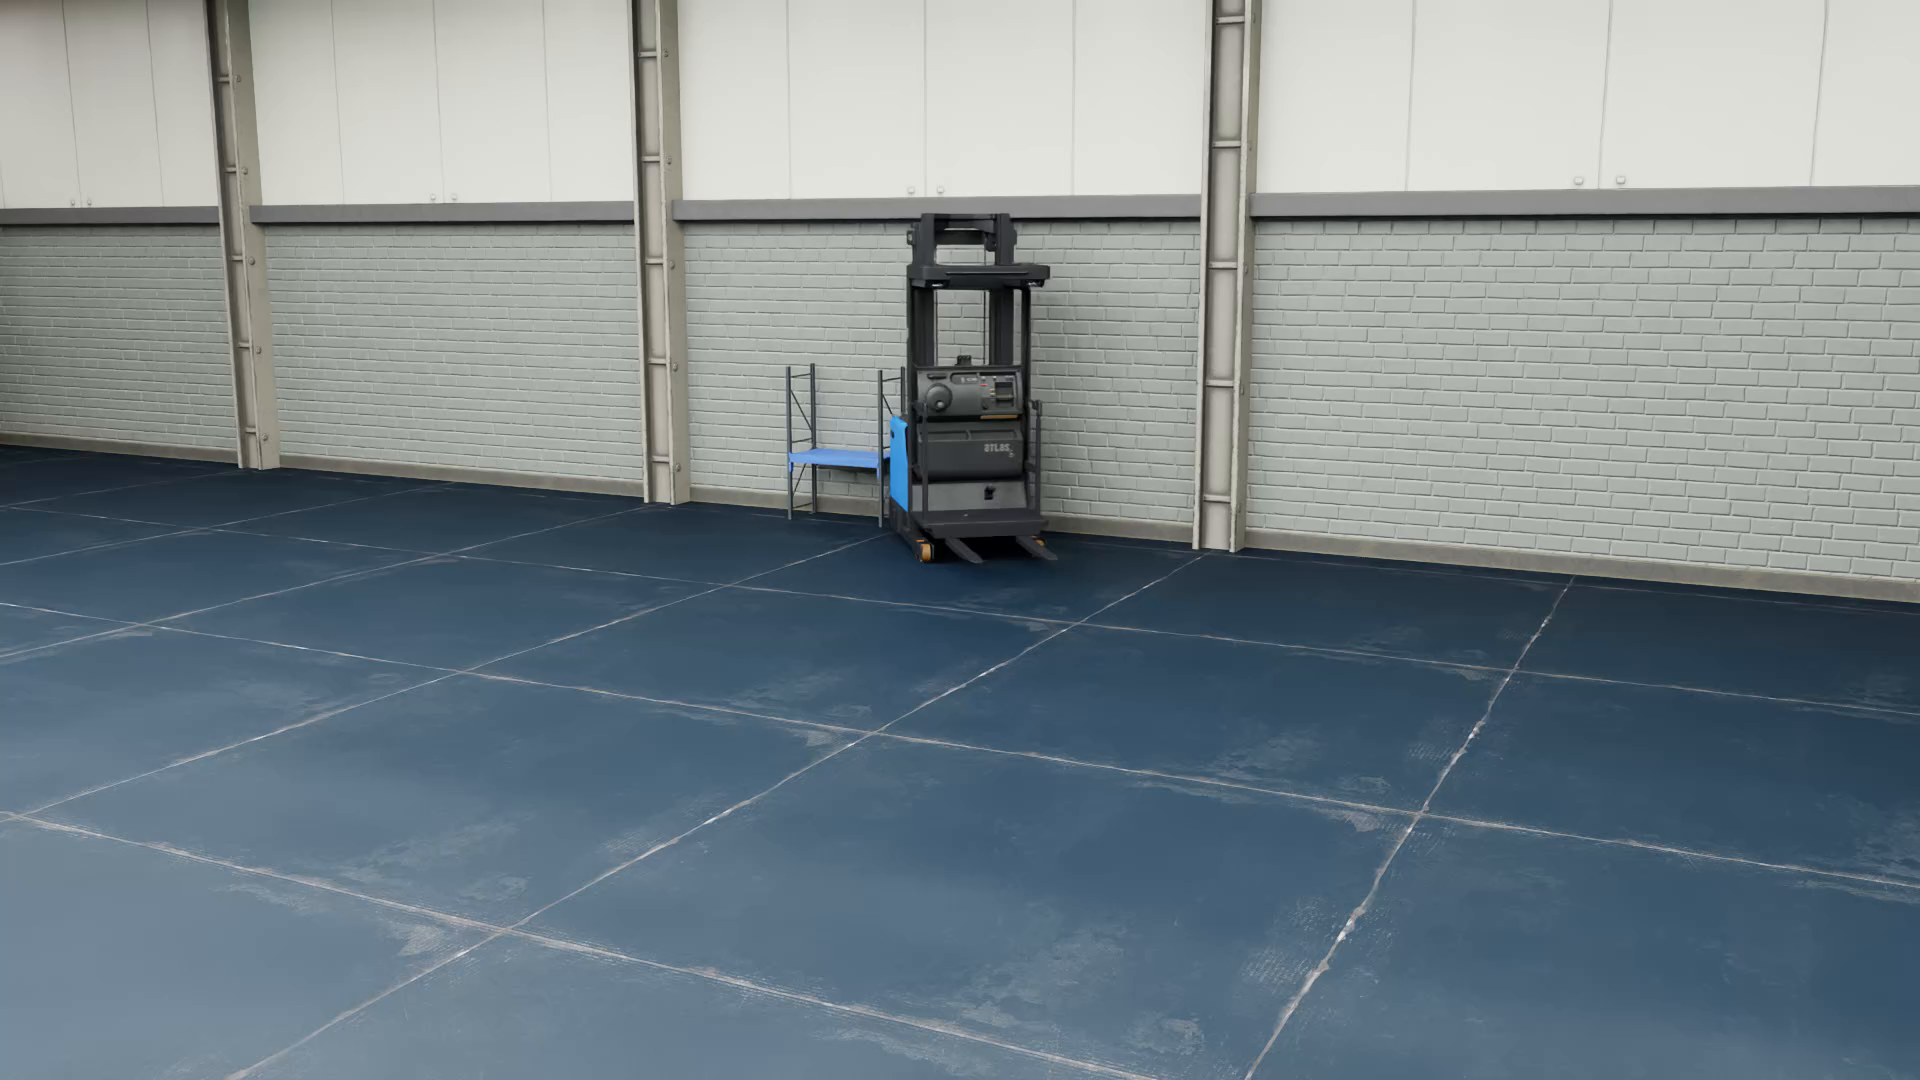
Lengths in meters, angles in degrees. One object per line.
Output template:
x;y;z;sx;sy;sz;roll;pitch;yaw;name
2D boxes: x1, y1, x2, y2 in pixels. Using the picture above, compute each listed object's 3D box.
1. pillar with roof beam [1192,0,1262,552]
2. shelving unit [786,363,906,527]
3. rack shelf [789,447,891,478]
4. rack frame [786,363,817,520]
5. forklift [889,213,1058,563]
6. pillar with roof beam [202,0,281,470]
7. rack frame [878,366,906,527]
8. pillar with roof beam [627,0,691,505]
0.407;-3.673;10.257;0.400;9.000;9.100;5;11;26;pillar with roof beam
-1.108;-0.939;16.206;1.048;1.500;0.538;5;11;26;shelving unit
-1.108;-0.762;16.238;1.000;0.185;0.538;5;11;26;rack shelf
-1.564;-0.979;16.427;0.032;1.500;0.500;5;11;26;rack frame
0.132;-1.322;14.304;1.130;2.935;3.031;-2;10;-12;forklift
-10.354;-4.619;15.482;0.400;9.000;9.100;5;11;26;pillar with roof beam
-0.652;-0.899;15.985;0.032;1.500;0.500;5;11;26;rack frame
-4.974;-4.146;12.869;0.400;9.000;9.100;5;11;26;pillar with roof beam
